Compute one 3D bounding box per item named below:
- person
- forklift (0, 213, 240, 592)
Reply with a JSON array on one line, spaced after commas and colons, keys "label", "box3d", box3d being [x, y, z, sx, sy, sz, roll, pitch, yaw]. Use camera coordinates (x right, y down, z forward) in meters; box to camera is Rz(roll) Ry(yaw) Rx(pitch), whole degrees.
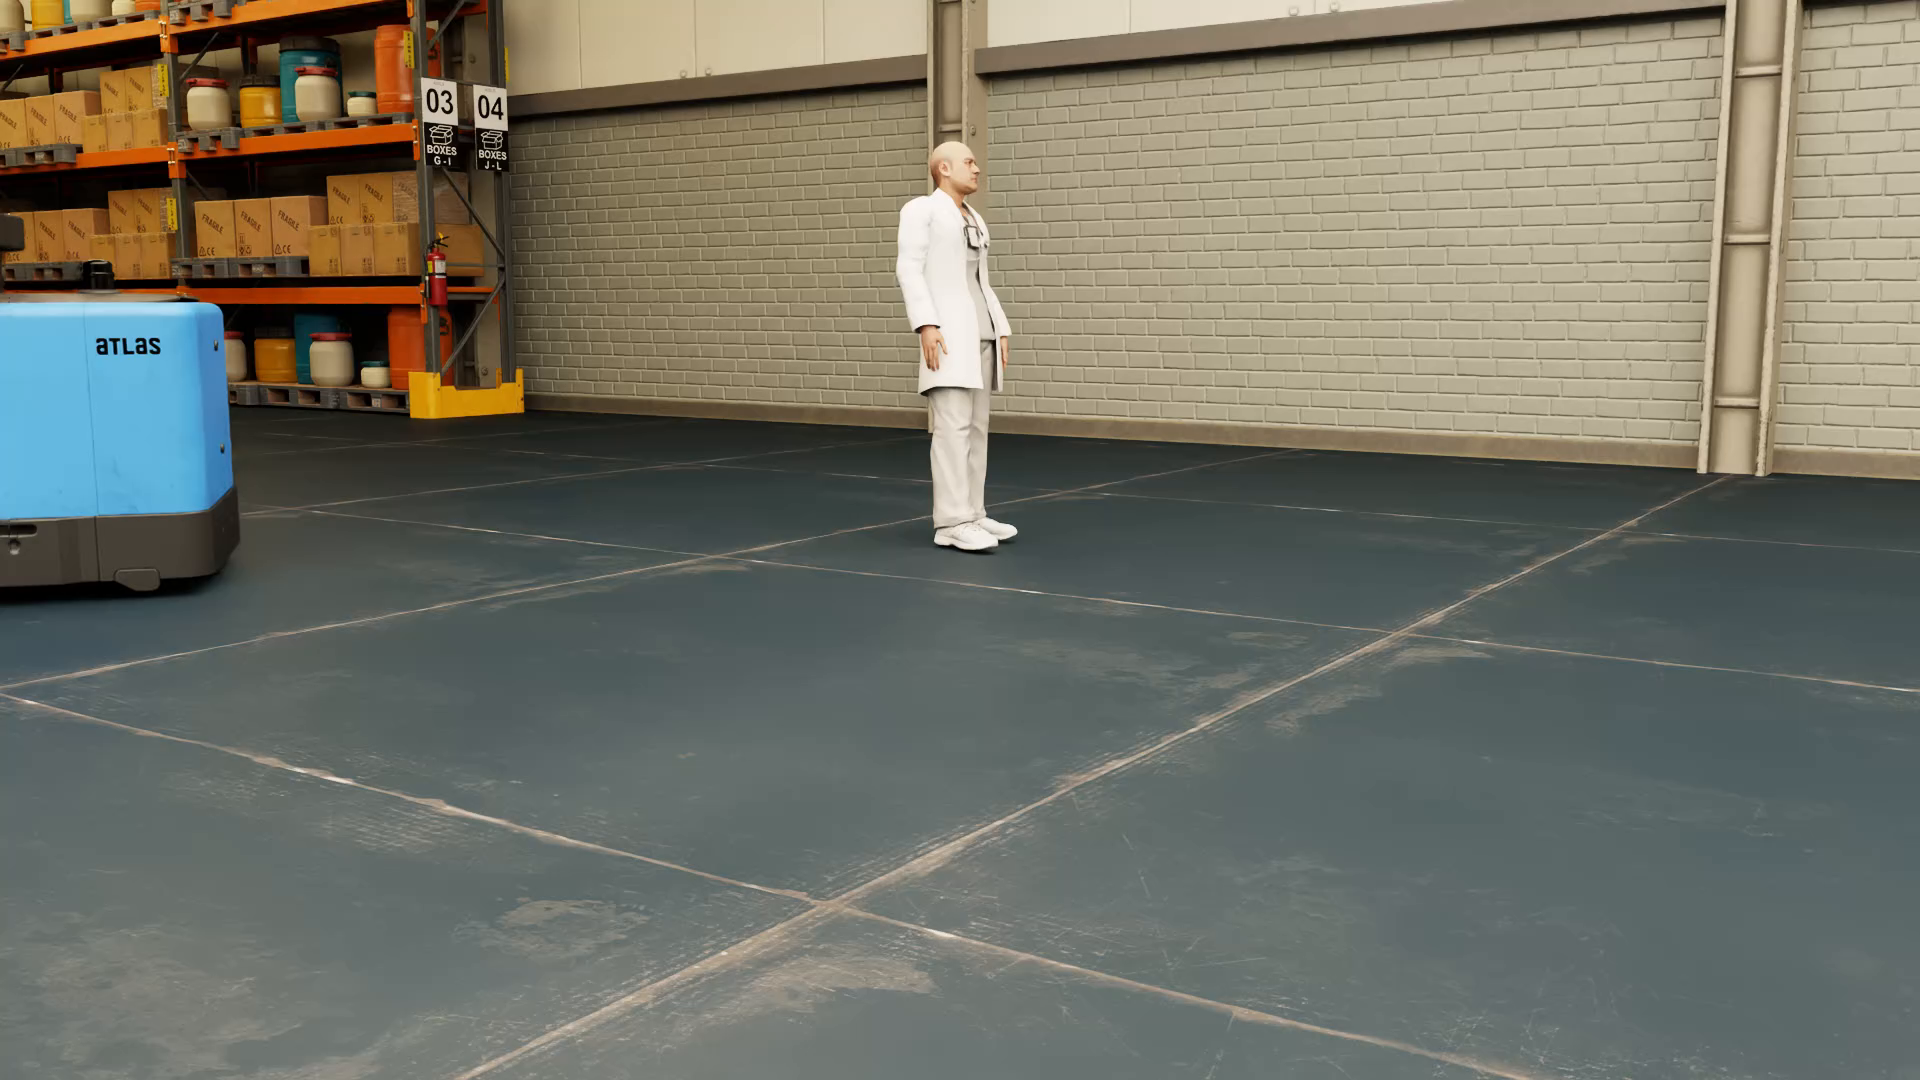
[{"label": "person", "box3d": [0.074, -0.880, 7.424, 0.578, 1.778, 0.698, 5, 10, 34]}, {"label": "forklift", "box3d": [-4.359, -1.250, 5.981, 3.031, 2.935, 1.130, -3, 8, -18]}]
